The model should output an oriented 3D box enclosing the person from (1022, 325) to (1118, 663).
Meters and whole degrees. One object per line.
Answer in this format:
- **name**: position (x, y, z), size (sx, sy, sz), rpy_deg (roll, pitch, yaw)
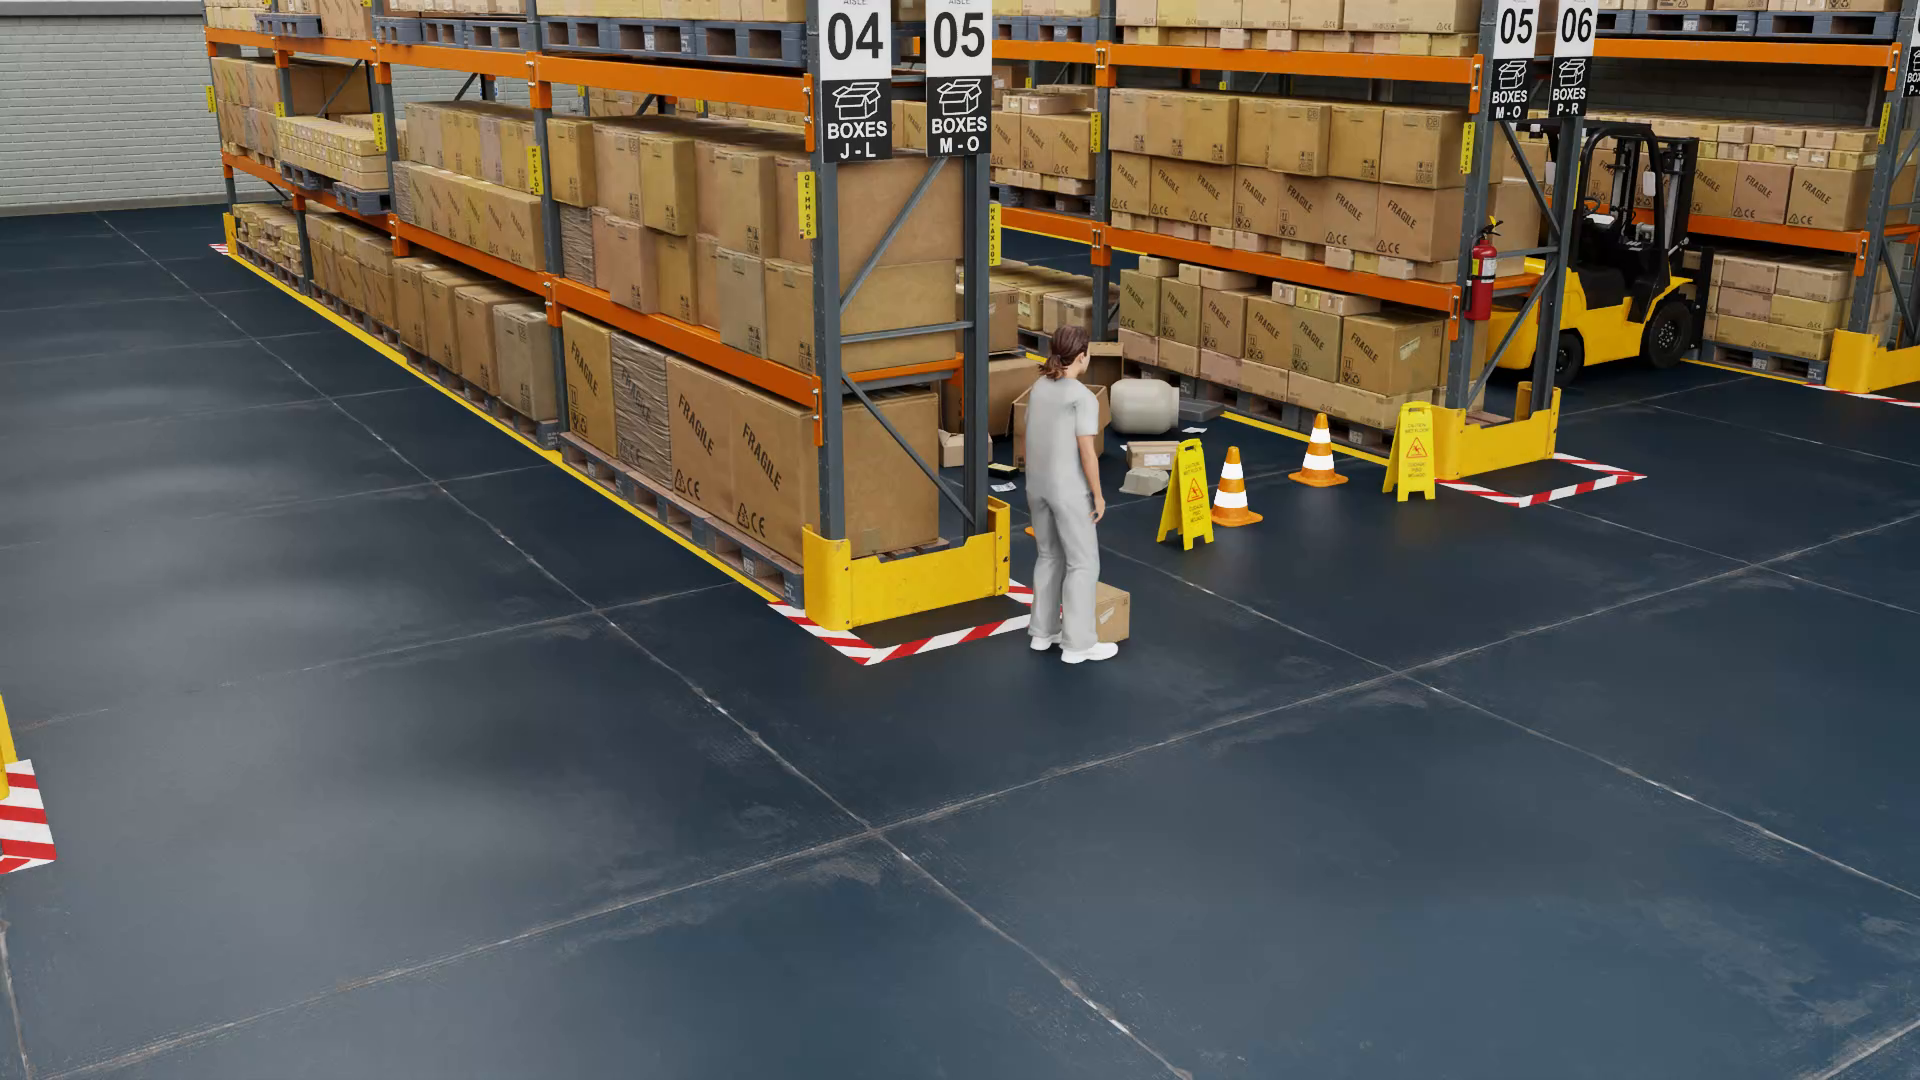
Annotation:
- **person**: position (0.523, -0.233, 8.271), size (0.362, 1.671, 0.515), rpy_deg (-15, 24, -39)
